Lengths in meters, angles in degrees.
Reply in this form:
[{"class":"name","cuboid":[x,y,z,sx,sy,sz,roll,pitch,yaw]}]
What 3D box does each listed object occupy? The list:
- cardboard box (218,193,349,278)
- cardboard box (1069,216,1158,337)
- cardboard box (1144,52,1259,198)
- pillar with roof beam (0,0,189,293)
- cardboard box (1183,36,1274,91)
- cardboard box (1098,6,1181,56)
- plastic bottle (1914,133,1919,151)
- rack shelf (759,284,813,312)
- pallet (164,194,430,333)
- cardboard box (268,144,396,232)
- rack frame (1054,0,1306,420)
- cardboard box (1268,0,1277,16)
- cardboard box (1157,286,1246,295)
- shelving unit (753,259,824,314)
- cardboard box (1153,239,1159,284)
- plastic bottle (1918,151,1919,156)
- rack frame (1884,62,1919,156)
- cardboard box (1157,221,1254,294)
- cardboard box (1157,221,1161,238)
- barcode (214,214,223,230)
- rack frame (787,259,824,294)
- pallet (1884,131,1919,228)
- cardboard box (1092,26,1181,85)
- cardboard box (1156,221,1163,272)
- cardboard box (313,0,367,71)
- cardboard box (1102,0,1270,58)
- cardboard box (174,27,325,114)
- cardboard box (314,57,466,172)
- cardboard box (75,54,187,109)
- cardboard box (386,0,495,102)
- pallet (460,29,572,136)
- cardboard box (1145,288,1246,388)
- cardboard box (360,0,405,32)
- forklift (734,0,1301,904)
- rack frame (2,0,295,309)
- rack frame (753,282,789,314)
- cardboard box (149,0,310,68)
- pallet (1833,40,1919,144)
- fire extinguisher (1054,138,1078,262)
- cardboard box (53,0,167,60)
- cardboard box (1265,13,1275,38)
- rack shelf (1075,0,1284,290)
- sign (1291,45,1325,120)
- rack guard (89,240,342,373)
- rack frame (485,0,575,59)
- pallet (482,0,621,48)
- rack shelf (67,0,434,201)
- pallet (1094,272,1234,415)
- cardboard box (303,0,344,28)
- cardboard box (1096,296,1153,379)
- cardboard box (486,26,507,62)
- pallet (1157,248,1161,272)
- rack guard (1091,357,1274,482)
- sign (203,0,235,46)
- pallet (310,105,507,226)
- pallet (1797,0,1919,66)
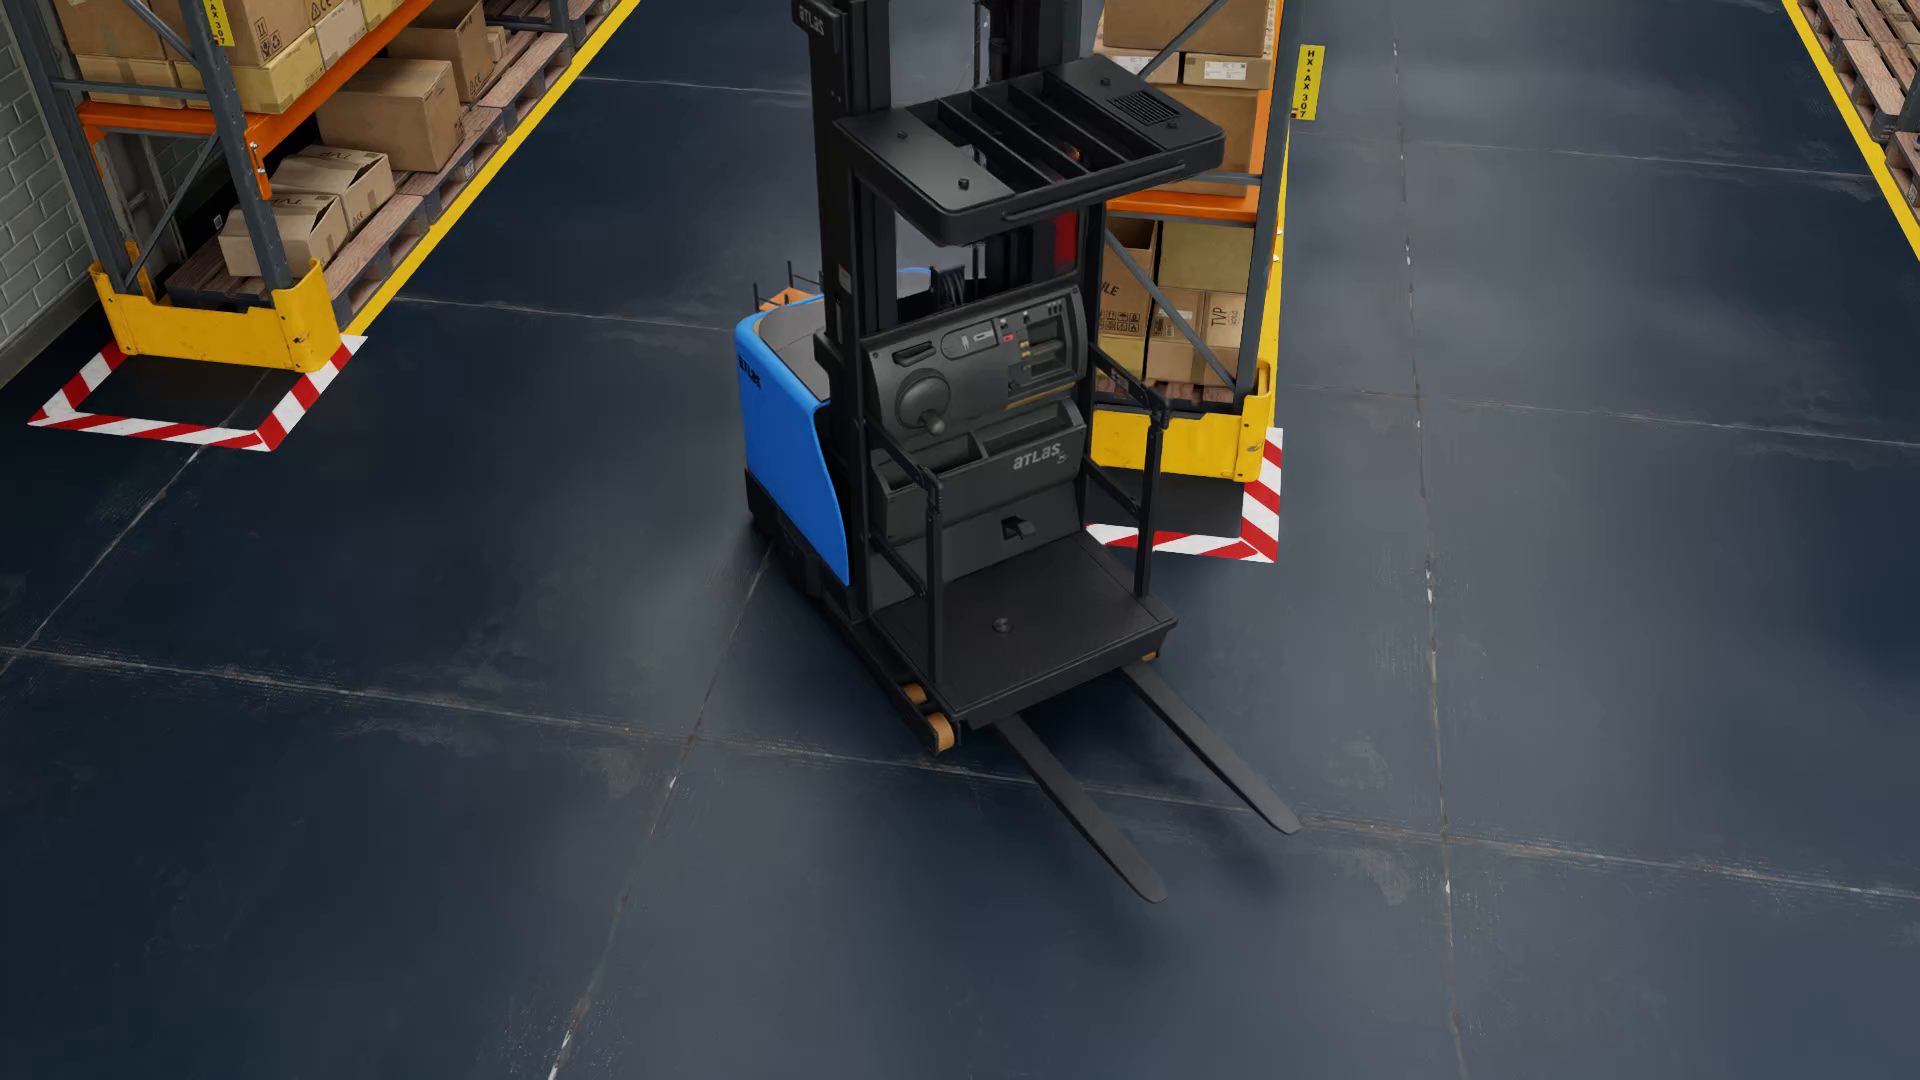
[{"class":"cardboard box","cuboid":[-3.759,-1.719,9.240,0.500,0.311,0.500,2,40,3]},{"class":"cardboard box","cuboid":[0.712,-1.378,8.302,0.500,0.500,0.500,6,40,8]},{"class":"cardboard box","cuboid":[1.005,-1.948,7.673,0.700,0.500,0.500,6,40,8]},{"class":"pillar with roof beam","cuboid":[-0.458,-4.533,6.171,9.100,9.000,0.400,6,40,8]},{"class":"cardboard box","cuboid":[1.192,-2.128,7.383,0.380,0.149,0.250,6,40,7]},{"class":"cardboard box","cuboid":[0.834,-2.331,7.628,0.380,0.149,0.250,7,40,9]},{"class":"plastic bottle","cuboid":[5.995,-2.546,10.271,0.097,0.271,0.097,0,40,0]},{"class":"rack shelf","cuboid":[-0.778,-0.997,7.701,0.215,0.259,0.240,23,45,27]},{"class":"pallet","cuboid":[-3.779,-1.640,9.568,1.003,0.211,1.213,6,40,8]},{"class":"cardboard box","cuboid":[-3.661,-2.077,9.673,0.500,0.311,0.500,10,41,11]},{"class":"rack frame","cuboid":[0.912,-1.617,7.352,1.000,3.000,0.127,6,40,8]},{"class":"cardboard box","cuboid":[1.280,-2.451,7.773,0.380,0.149,0.250,7,40,8]},{"class":"cardboard box","cuboid":[1.307,-1.346,8.852,0.500,0.250,0.500,6,40,8]},{"class":"shelving unit","cuboid":[-0.774,-0.785,7.873,0.215,1.050,0.252,23,45,27]},{"class":"cardboard box","cuboid":[0.789,-1.404,8.922,0.500,0.250,0.500,6,40,8]},{"class":"plastic bottle","cuboid":[5.978,-2.455,10.216,0.097,0.201,0.097,0,40,0]},{"class":"rack frame","cuboid":[6.482,-3.579,9.725,1.000,3.000,0.127,6,40,8]},{"class":"cardboard box","cuboid":[1.309,-1.635,8.613,0.500,0.500,0.500,6,40,8]},{"class":"cardboard box","cuboid":[0.870,-2.007,9.063,0.500,0.500,0.500,6,40,8]},{"class":"barcode","cuboid":[-4.150,-1.778,9.304,0.001,0.075,0.075,6,40,8]},{"class":"rack frame","cuboid":[-0.705,-0.849,7.950,0.200,1.050,0.008,23,45,27]},{"class":"pallet","cuboid":[6.325,-2.088,10.109,1.003,0.211,1.213,6,40,8]},{"class":"cardboard box","cuboid":[0.790,-2.167,7.429,0.380,0.149,0.250,6,40,7]},{"class":"cardboard box","cuboid":[0.873,-1.718,9.302,0.500,0.250,0.500,6,40,8]},{"class":"cardboard box","cuboid":[-3.495,-2.710,8.776,0.500,0.250,0.500,5,40,6]},{"class":"cardboard box","cuboid":[1.015,-2.481,7.300,0.700,0.500,0.500,7,40,8]},{"class":"cardboard box","cuboid":[-3.570,-2.382,8.380,0.500,0.250,0.500,5,40,6]},{"class":"cardboard box","cuboid":[-3.484,-2.604,10.163,0.700,0.500,0.500,4,40,5]},{"class":"cardboard box","cuboid":[-4.078,-2.426,8.432,0.500,0.250,0.500,7,40,8]},{"class":"cardboard box","cuboid":[-3.416,-3.222,10.910,0.500,0.500,0.500,4,40,4]},{"class":"pallet","cuboid":[-3.357,-3.172,11.420,1.003,0.211,1.213,6,40,8]},{"class":"cardboard box","cuboid":[1.224,-1.032,8.472,0.500,0.250,0.500,6,40,8]},{"class":"cardboard box","cuboid":[-3.401,-3.029,9.162,0.500,0.250,0.500,6,40,7]},{"class":"forklift","cuboid":[0.191,-0.613,6.191,1.130,2.935,3.031,-21,44,-23]},{"class":"rack frame","cuboid":[-3.968,-2.161,8.010,1.000,3.000,0.127,6,40,8]},{"class":"rack frame","cuboid":[-0.844,-0.721,7.796,0.200,1.050,0.008,23,45,27]},{"class":"cardboard box","cuboid":[-3.589,-2.667,8.135,0.500,0.500,0.500,6,40,8]},{"class":"pallet","cuboid":[6.580,-3.002,11.215,1.003,0.211,1.213,6,40,8]},{"class":"fire extinguisher","cuboid":[0.434,-1.565,7.349,0.296,0.674,0.183,6,40,8]},{"class":"cardboard box","cuboid":[-4.095,-2.720,8.199,0.500,0.500,0.500,6,40,7]},{"class":"cardboard box","cuboid":[1.235,-2.294,7.584,0.380,0.149,0.250,5,40,7]},{"class":"rack shelf","cuboid":[1.258,-2.595,9.100,1.077,0.370,4.000,6,40,8]},{"class":"sign","cuboid":[1.458,-1.917,6.973,0.100,0.325,0.005,6,40,8]},{"class":"rack guard","cuboid":[-3.954,-1.246,8.864,1.175,0.500,0.348,6,40,8]},{"class":"rack frame","cuboid":[-3.275,-4.672,11.046,1.000,3.000,0.127,6,40,8]},{"class":"pallet","cuboid":[-3.142,-4.086,12.526,1.003,0.211,1.213,6,40,8]},{"class":"rack shelf","cuboid":[-3.621,-3.139,9.757,1.077,0.370,4.000,6,40,8]},{"class":"pallet","cuboid":[1.003,-1.027,8.827,1.003,0.211,1.213,6,40,8]},{"class":"cardboard box","cuboid":[-3.494,-2.976,8.509,0.500,0.500,0.500,7,40,8]},{"class":"cardboard box","cuboid":[0.714,-1.089,8.541,0.500,0.250,0.500,6,40,8]},{"class":"cardboard box","cuboid":[-3.338,-3.410,11.399,0.380,0.166,0.250,2,40,2]},{"class":"pallet","cuboid":[1.217,-1.791,9.750,1.003,0.211,1.213,6,40,8]},{"class":"rack guard","cuboid":[0.908,-0.639,8.131,1.175,0.500,0.348,6,40,8]},{"class":"sign","cuboid":[-3.433,-2.435,7.662,0.100,0.325,0.005,6,40,8]},{"class":"pallet","cuboid":[-3.566,-2.404,10.492,1.003,0.211,1.213,6,40,8]},{"class":"pallet","cuboid":[6.789,-3.770,12.144,1.003,0.211,1.213,6,40,8]}]
